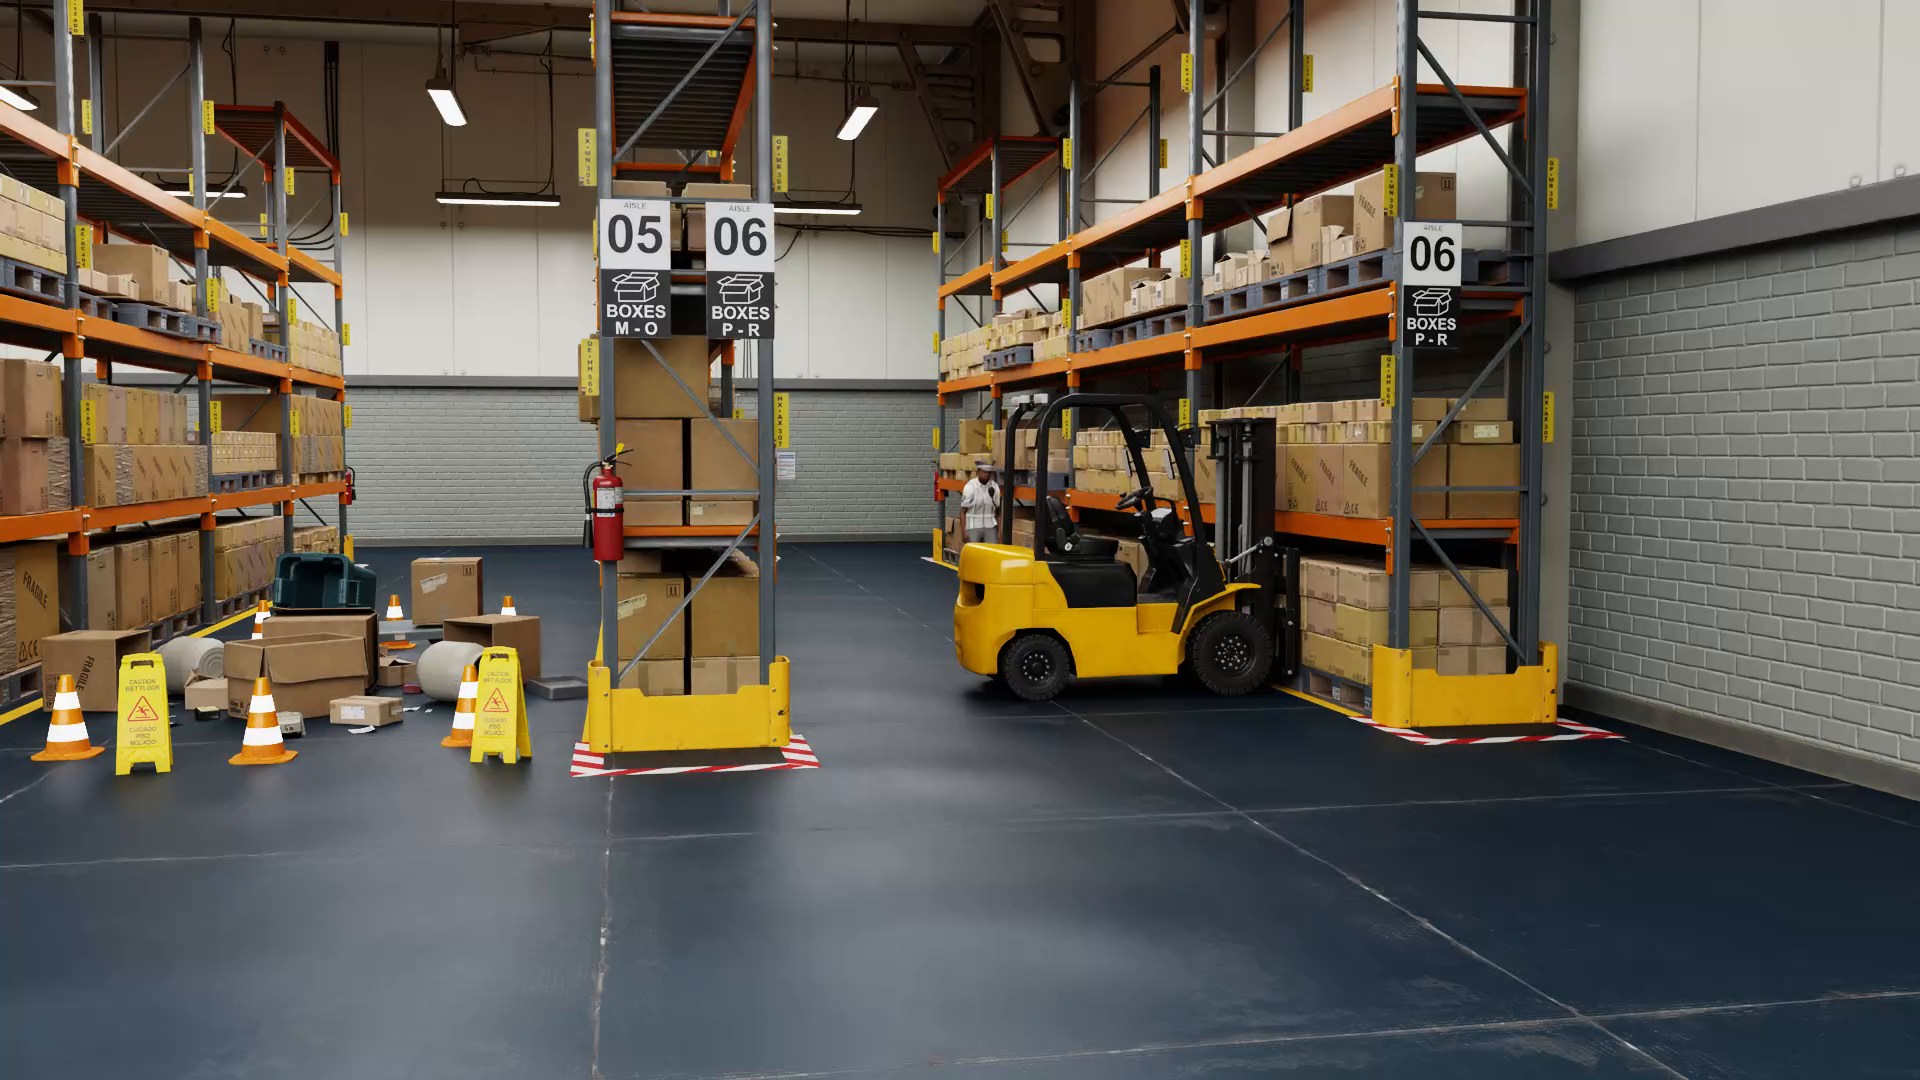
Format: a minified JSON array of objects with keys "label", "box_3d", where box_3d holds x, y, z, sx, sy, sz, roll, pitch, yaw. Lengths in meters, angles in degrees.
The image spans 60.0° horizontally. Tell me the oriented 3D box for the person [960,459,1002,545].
[{"label":"person","box_3d":[0.234,-0.066,18.359,0.506,1.659,0.425,-1,3,-19]}]
